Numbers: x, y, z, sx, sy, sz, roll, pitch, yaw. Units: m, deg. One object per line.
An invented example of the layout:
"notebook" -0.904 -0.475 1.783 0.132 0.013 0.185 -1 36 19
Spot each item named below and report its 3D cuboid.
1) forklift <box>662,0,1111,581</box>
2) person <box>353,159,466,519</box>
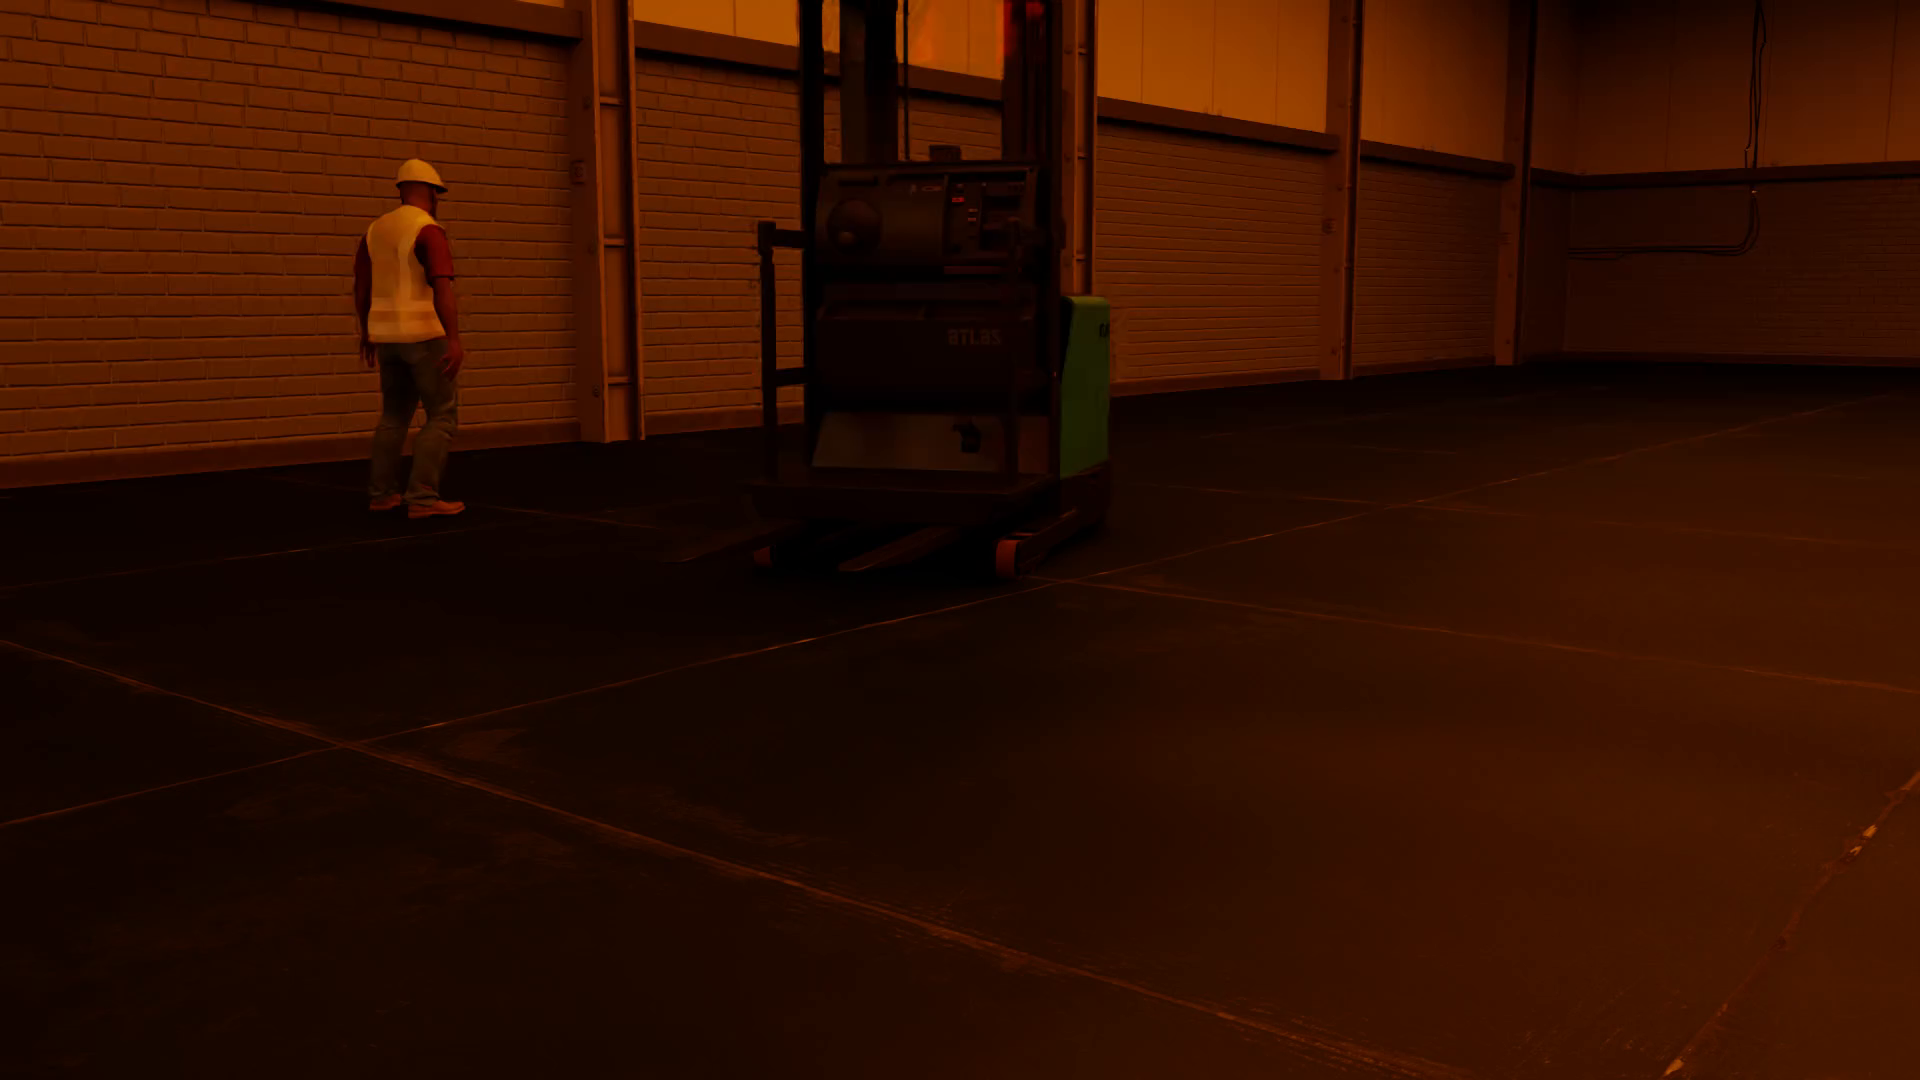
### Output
"forklift" -0.201 -1.356 6.546 1.130 2.935 3.031 3 9 17
"person" -2.673 -0.992 8.188 0.852 1.737 0.428 5 10 33
